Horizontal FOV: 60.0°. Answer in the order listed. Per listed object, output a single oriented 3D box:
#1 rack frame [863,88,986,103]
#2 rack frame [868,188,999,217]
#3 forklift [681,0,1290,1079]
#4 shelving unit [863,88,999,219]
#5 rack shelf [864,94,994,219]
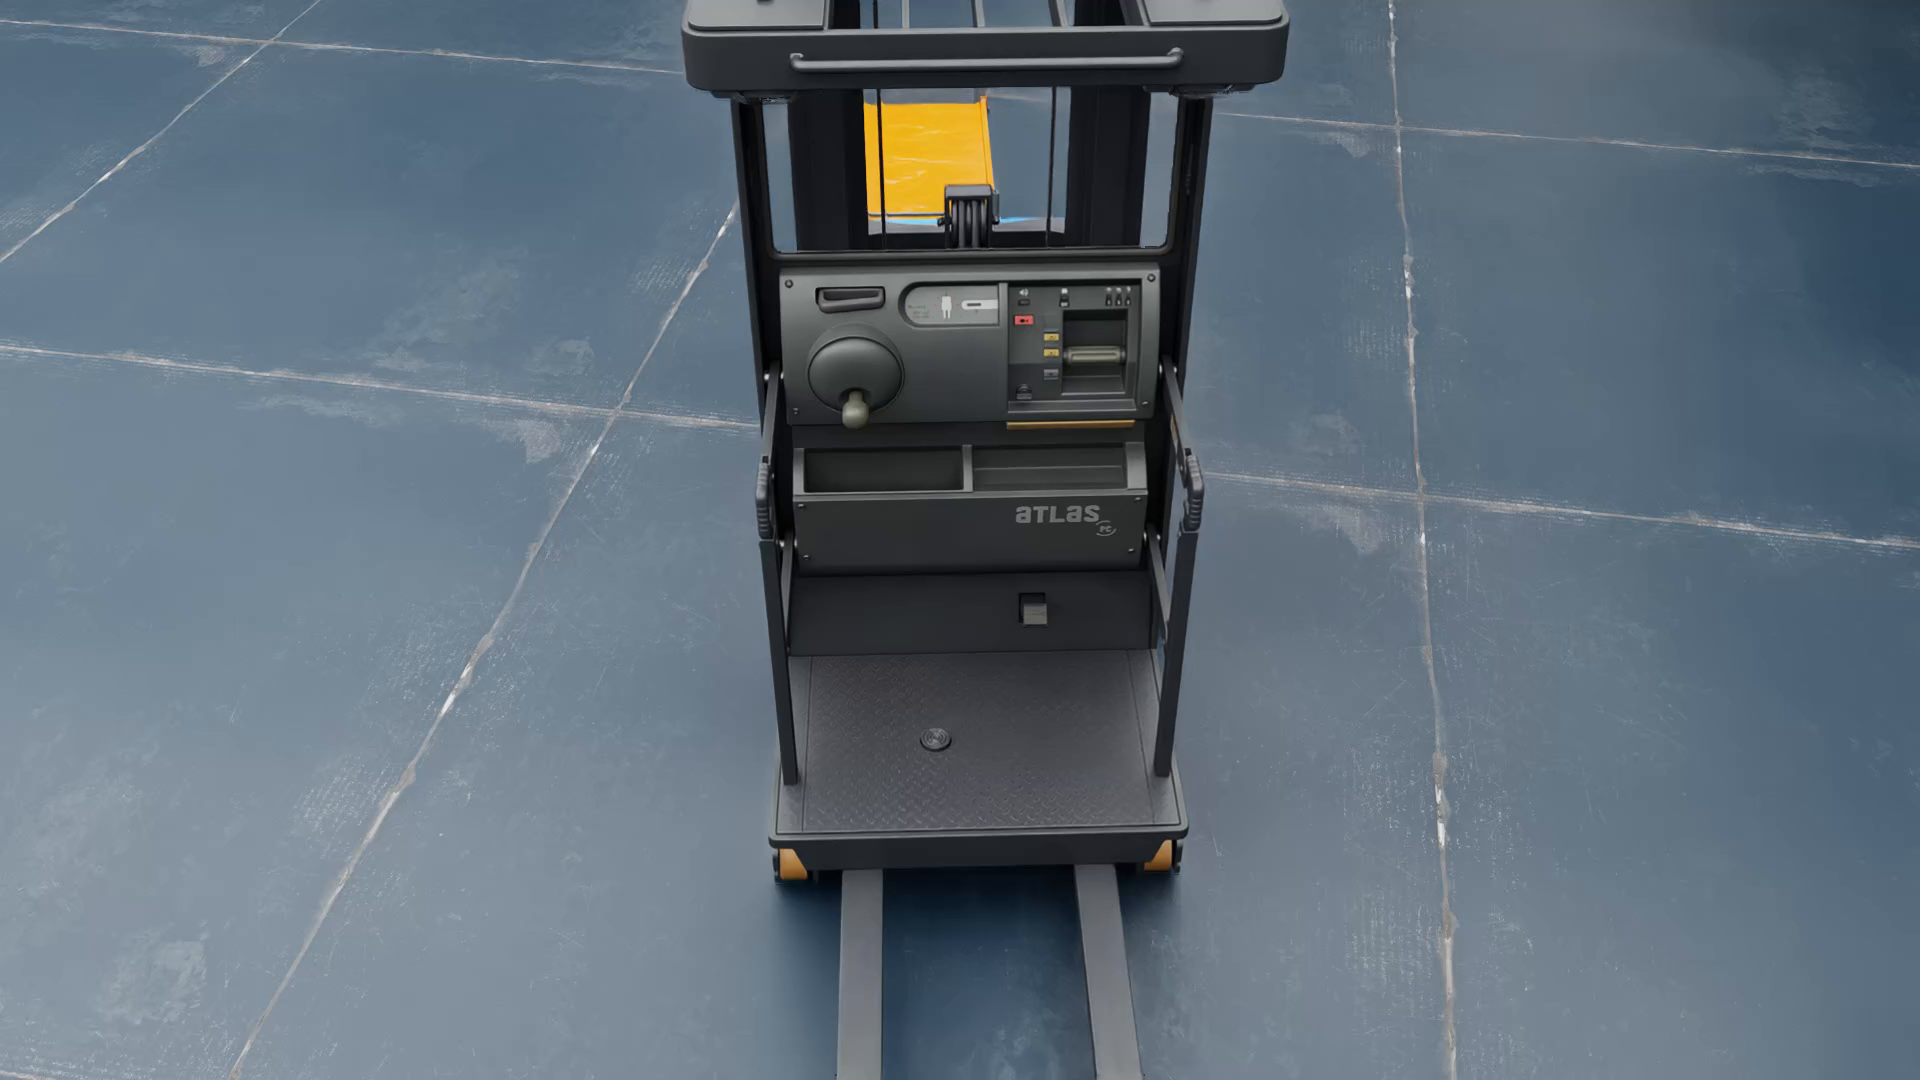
[{"bbox_3d":[-0.155,-1.332,6.479,0.500,1.125,0.032,-1,40,-1],"label":"rack frame"},{"bbox_3d":[-0.124,-0.685,5.696,0.500,1.125,0.032,-1,40,-1],"label":"rack frame"},{"bbox_3d":[0.035,-0.399,3.932,1.130,2.935,3.031,-1,40,-1],"label":"forklift"},{"bbox_3d":[-0.140,-1.009,6.087,0.538,1.125,1.048,-1,40,-1],"label":"shelving unit"},{"bbox_3d":[-0.140,-1.234,5.901,0.538,0.278,1.000,-1,40,-1],"label":"rack shelf"}]
